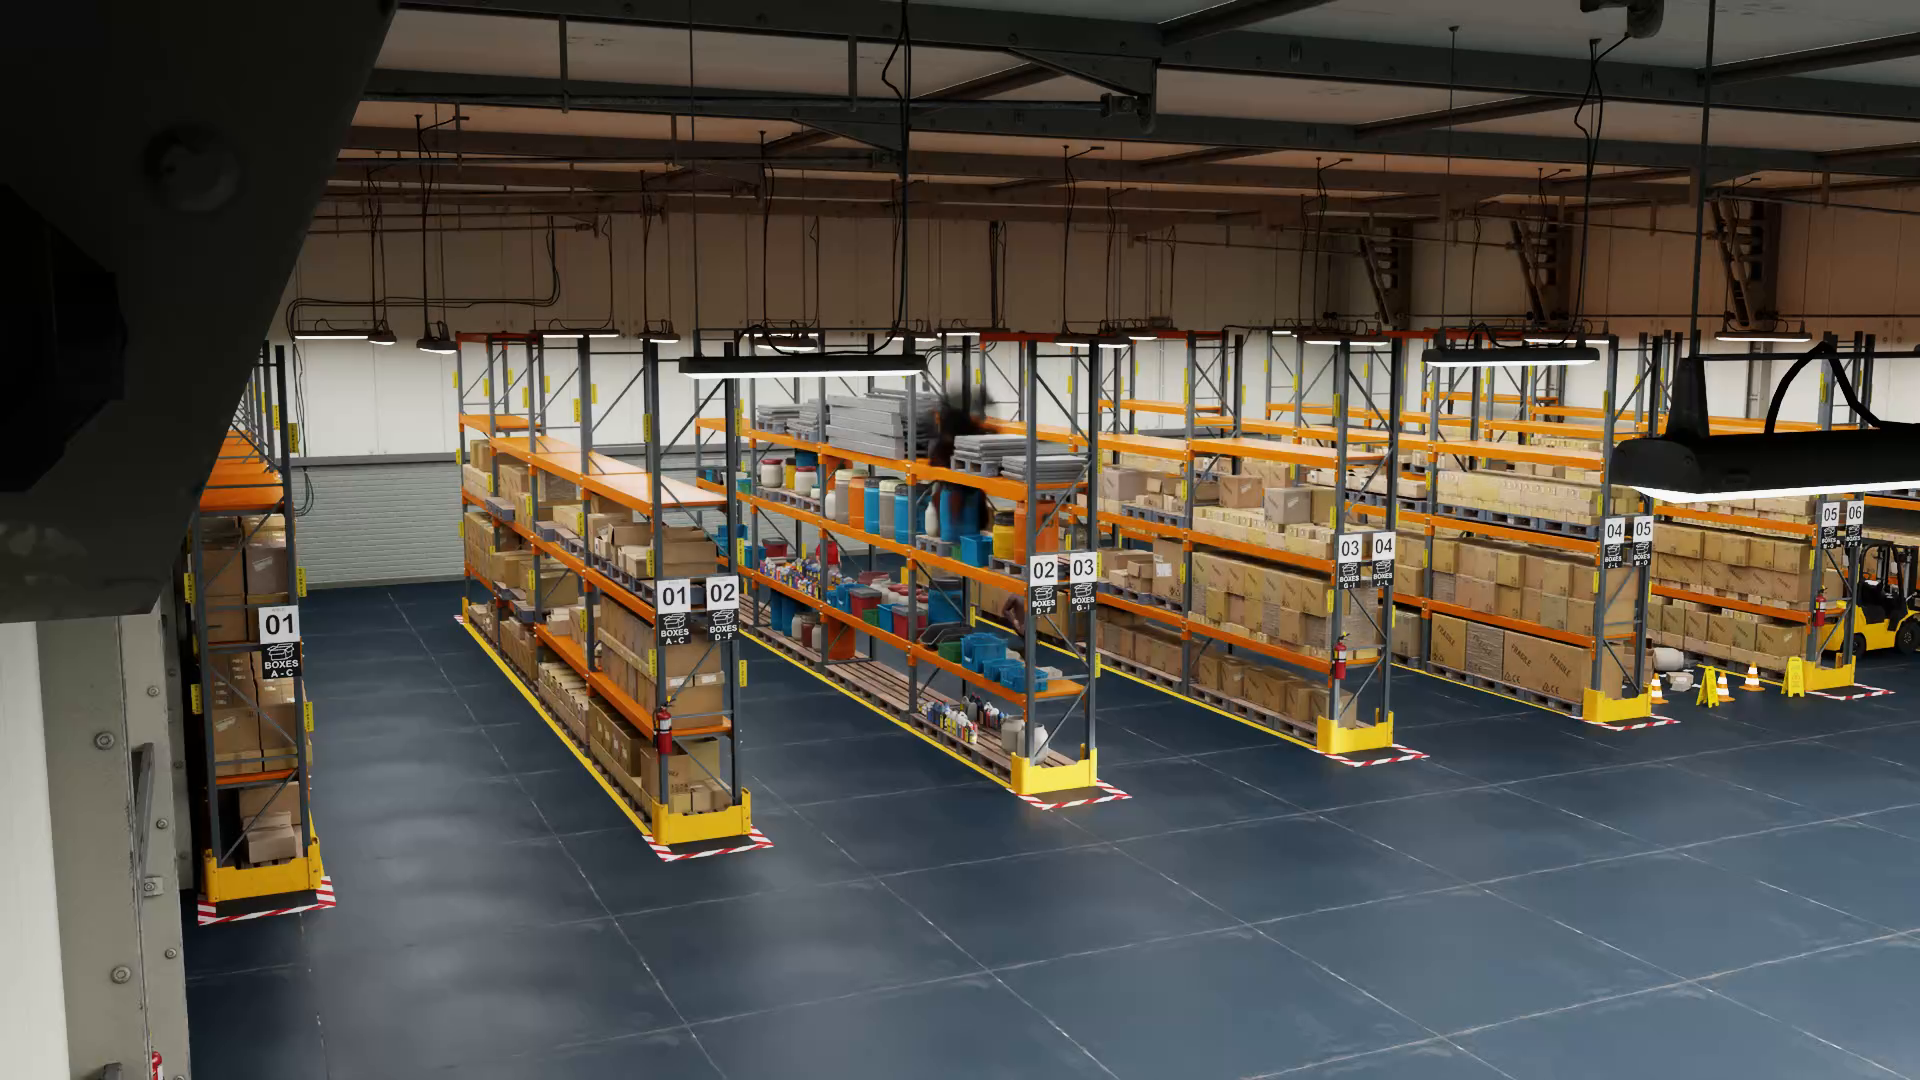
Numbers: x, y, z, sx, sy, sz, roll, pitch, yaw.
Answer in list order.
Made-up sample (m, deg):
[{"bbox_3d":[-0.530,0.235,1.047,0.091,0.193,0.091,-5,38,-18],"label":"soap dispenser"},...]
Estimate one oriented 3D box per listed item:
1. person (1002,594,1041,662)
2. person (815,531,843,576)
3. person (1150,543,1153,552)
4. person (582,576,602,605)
[{"bbox_3d":[1.113,1.507,29.156,0.715,1.661,0.892,-5,9,-34],"label":"person"},{"bbox_3d":[-2.790,0.648,35.967,0.686,1.690,0.573,-7,10,-41],"label":"person"},{"bbox_3d":[4.943,-0.048,41.502,0.543,1.645,0.564,5,9,31],"label":"person"},{"bbox_3d":[-7.676,0.801,34.621,0.676,1.840,0.757,-6,10,-38],"label":"person"}]
